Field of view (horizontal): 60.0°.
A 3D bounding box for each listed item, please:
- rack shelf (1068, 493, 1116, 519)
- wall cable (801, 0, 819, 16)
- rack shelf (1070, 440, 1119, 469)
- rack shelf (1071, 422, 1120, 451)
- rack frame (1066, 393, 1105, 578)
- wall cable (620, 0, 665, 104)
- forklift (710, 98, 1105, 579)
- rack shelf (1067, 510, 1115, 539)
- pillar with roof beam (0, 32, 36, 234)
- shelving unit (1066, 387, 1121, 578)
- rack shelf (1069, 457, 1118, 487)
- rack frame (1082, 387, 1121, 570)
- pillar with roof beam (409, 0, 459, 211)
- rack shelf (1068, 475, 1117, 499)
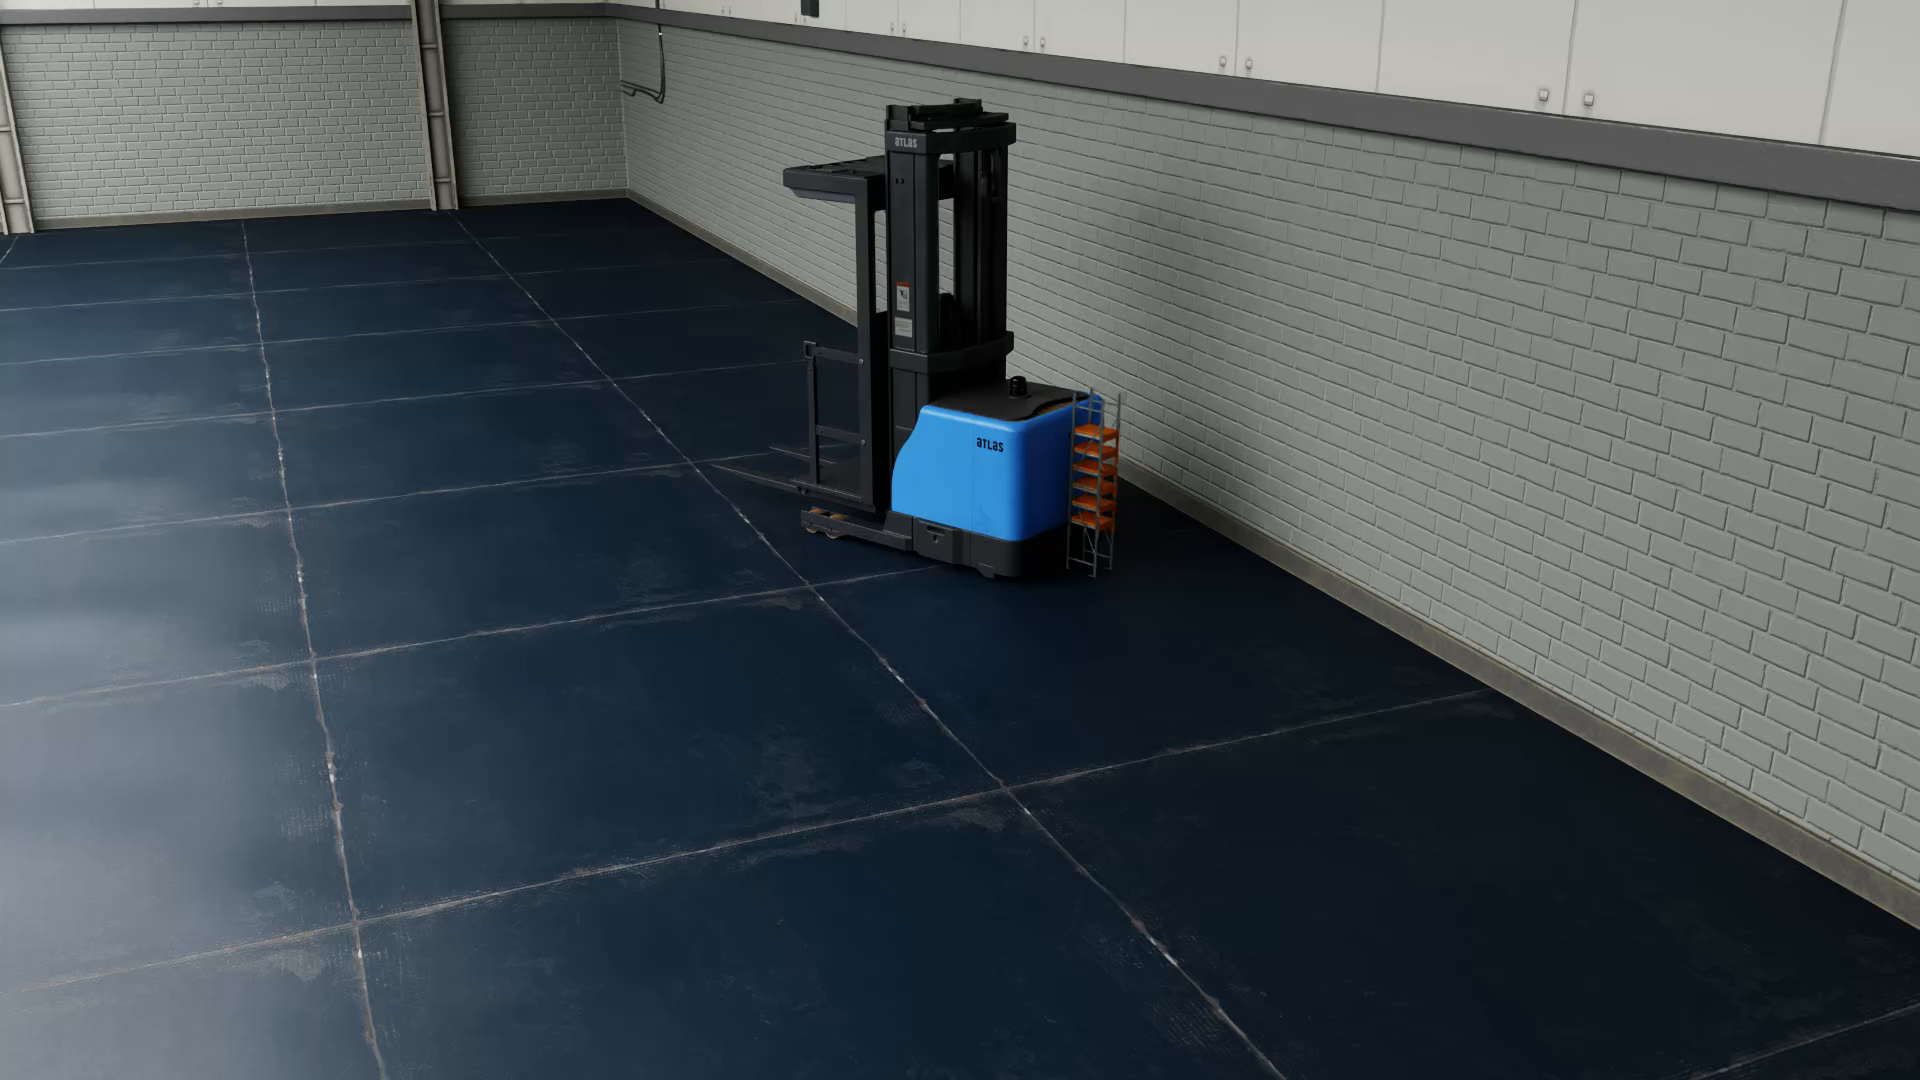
[{"bbox_3d":[0.857,-0.214,10.808,0.258,0.103,0.180,17,26,36],"label":"rack shelf"},{"bbox_3d":[-1.251,-8.227,16.217,0.169,6.003,2.305,-8,21,-22],"label":"wall cable"},{"bbox_3d":[0.864,-0.551,10.683,0.258,0.103,0.180,17,26,36],"label":"rack shelf"},{"bbox_3d":[0.866,-0.664,10.641,0.258,0.103,0.180,17,26,36],"label":"rack shelf"},{"bbox_3d":[0.802,-0.345,10.685,0.240,1.200,0.006,17,26,36],"label":"rack frame"},{"bbox_3d":[-4.997,-8.055,25.526,0.112,2.526,3.097,-8,21,-22],"label":"wall cable"},{"bbox_3d":[-0.489,-1.513,11.407,3.031,2.935,1.130,15,24,36],"label":"forklift"},{"bbox_3d":[0.855,-0.101,10.850,0.258,0.103,0.180,17,26,36],"label":"rack shelf"},{"bbox_3d":[-12.029,-7.434,19.084,0.400,9.000,9.100,-8,21,-22],"label":"pillar with roof beam"},{"bbox_3d":[0.860,-0.368,10.751,0.258,1.200,0.189,17,26,36],"label":"shelving unit"},{"bbox_3d":[0.862,-0.439,10.725,0.258,0.103,0.180,17,26,36],"label":"rack shelf"},{"bbox_3d":[0.919,-0.391,10.817,0.240,1.200,0.006,17,26,36],"label":"rack frame"},{"bbox_3d":[-6.520,-8.223,21.326,0.400,9.000,9.100,-8,21,-22],"label":"pillar with roof beam"},{"bbox_3d":[0.859,-0.326,10.766,0.258,0.103,0.180,17,26,36],"label":"rack shelf"}]
